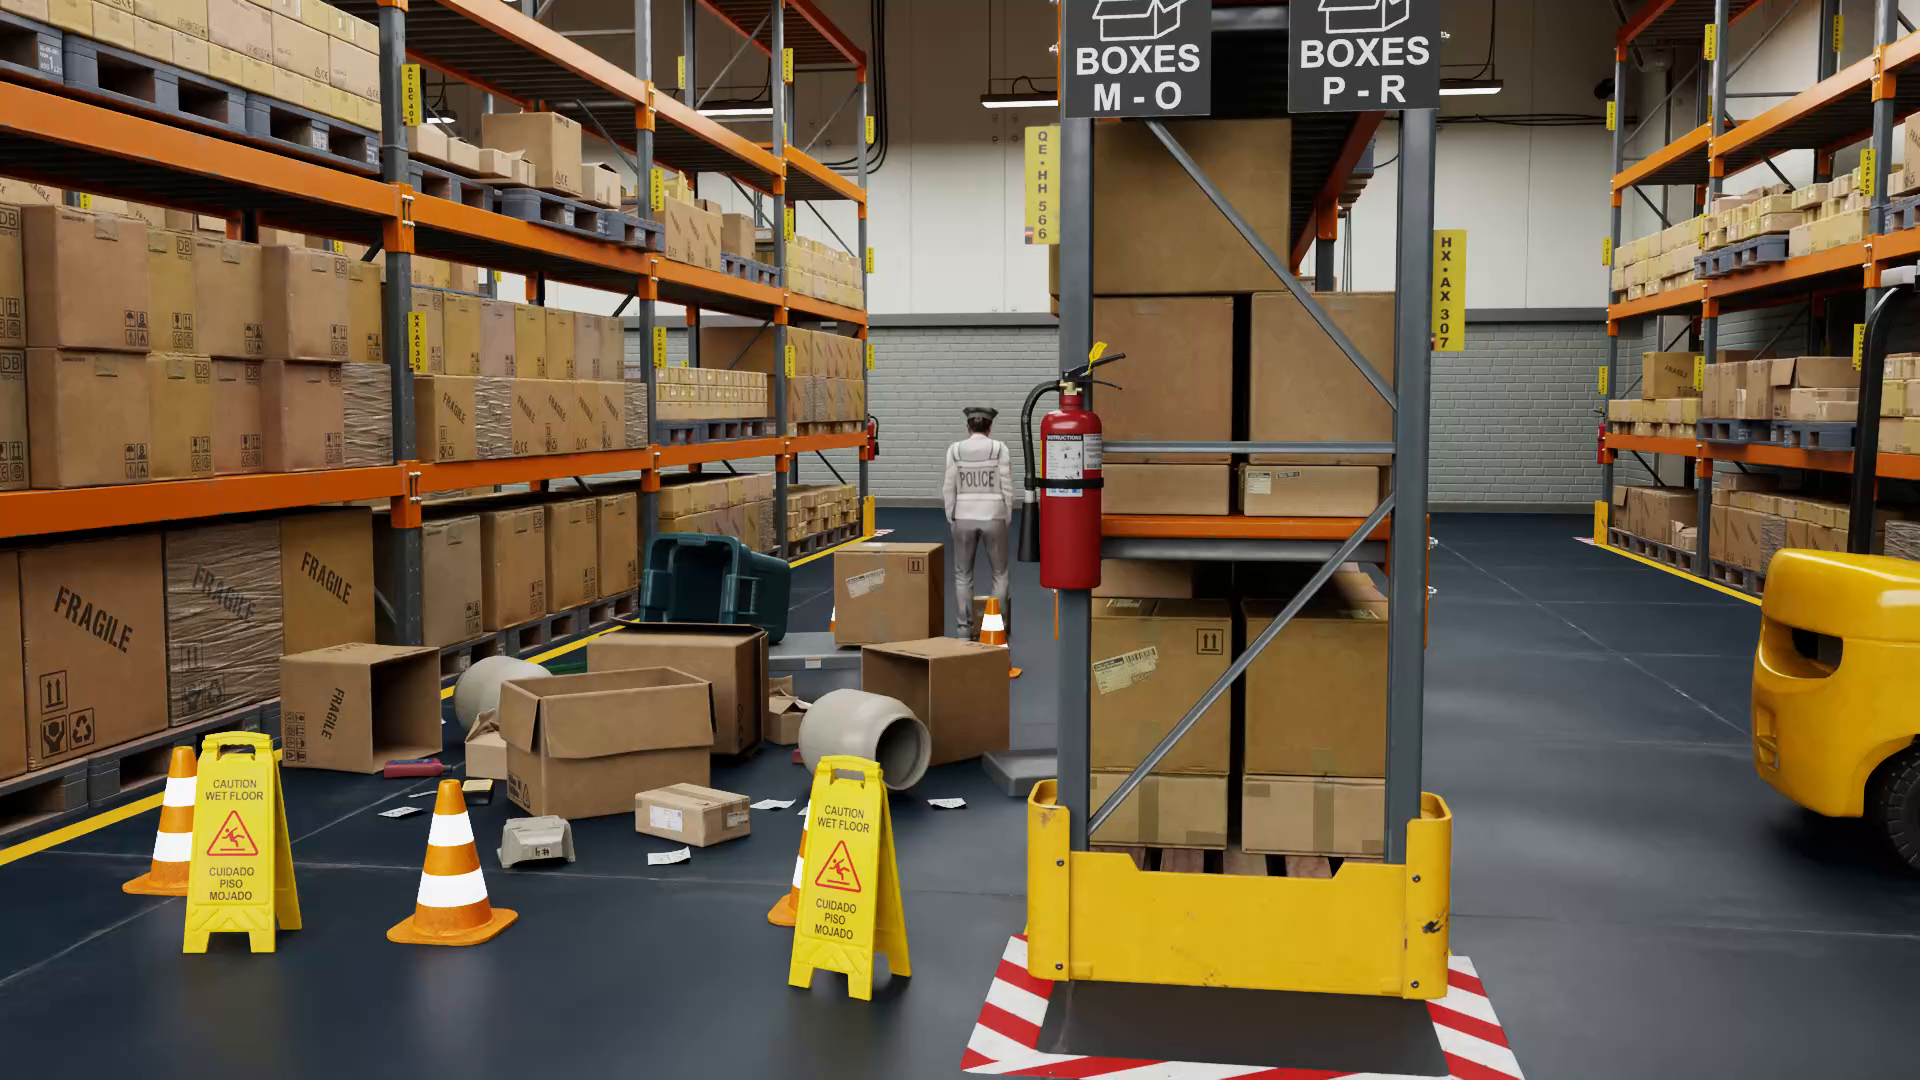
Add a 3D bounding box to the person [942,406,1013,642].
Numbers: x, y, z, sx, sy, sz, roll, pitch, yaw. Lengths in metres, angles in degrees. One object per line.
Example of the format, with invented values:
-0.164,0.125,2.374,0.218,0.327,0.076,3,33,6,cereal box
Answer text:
0.126,-0.104,11.461,0.496,1.635,0.428,1,5,10,person
